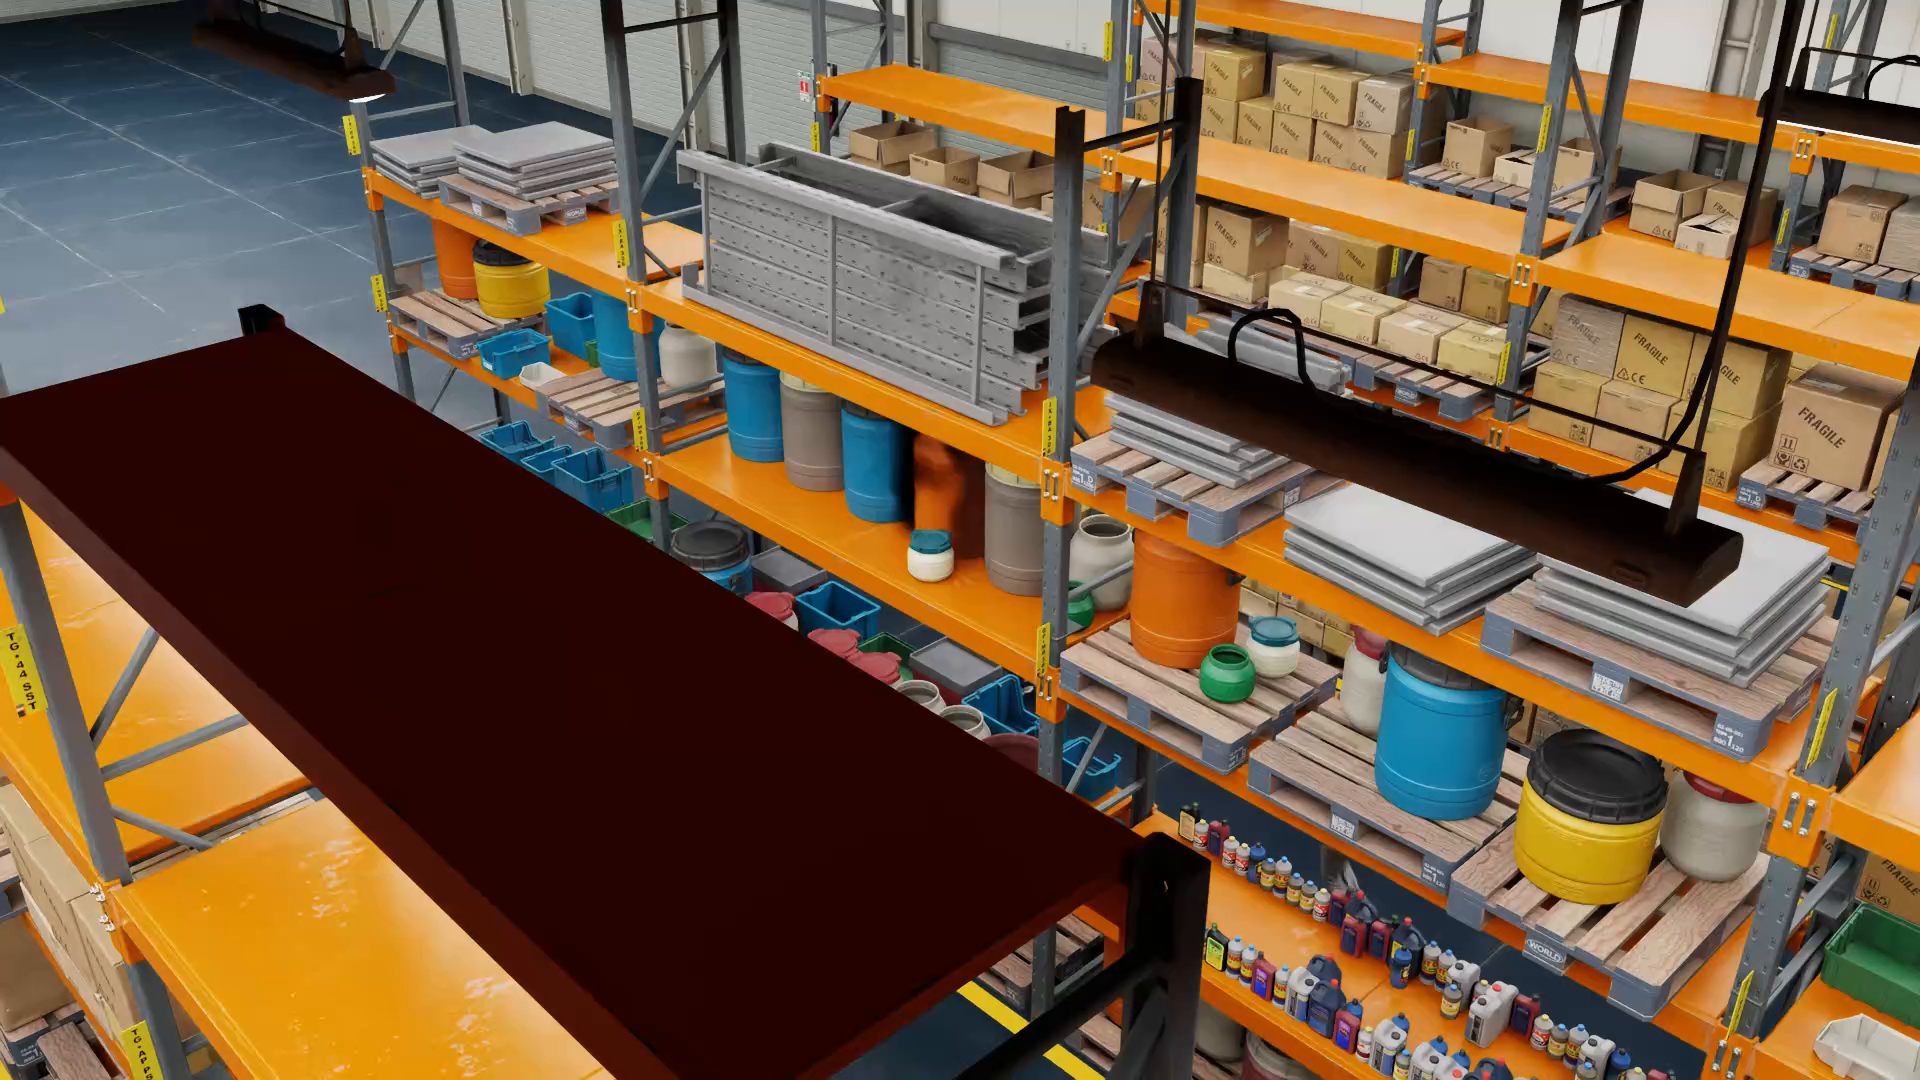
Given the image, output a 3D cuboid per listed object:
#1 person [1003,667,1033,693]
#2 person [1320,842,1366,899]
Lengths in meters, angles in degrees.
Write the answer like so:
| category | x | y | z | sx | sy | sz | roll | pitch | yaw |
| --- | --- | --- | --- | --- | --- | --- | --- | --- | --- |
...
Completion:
| category | x | y | z | sx | sy | sz | roll | pitch | yaw |
| --- | --- | --- | --- | --- | --- | --- | --- | --- | --- |
| person | 0.279 | 0.617 | 14.195 | 0.795 | 1.435 | 0.573 | 11 | 30 | 19 |
| person | 2.615 | 1.964 | 11.423 | 0.608 | 1.646 | 0.537 | -23 | 36 | -36 |
